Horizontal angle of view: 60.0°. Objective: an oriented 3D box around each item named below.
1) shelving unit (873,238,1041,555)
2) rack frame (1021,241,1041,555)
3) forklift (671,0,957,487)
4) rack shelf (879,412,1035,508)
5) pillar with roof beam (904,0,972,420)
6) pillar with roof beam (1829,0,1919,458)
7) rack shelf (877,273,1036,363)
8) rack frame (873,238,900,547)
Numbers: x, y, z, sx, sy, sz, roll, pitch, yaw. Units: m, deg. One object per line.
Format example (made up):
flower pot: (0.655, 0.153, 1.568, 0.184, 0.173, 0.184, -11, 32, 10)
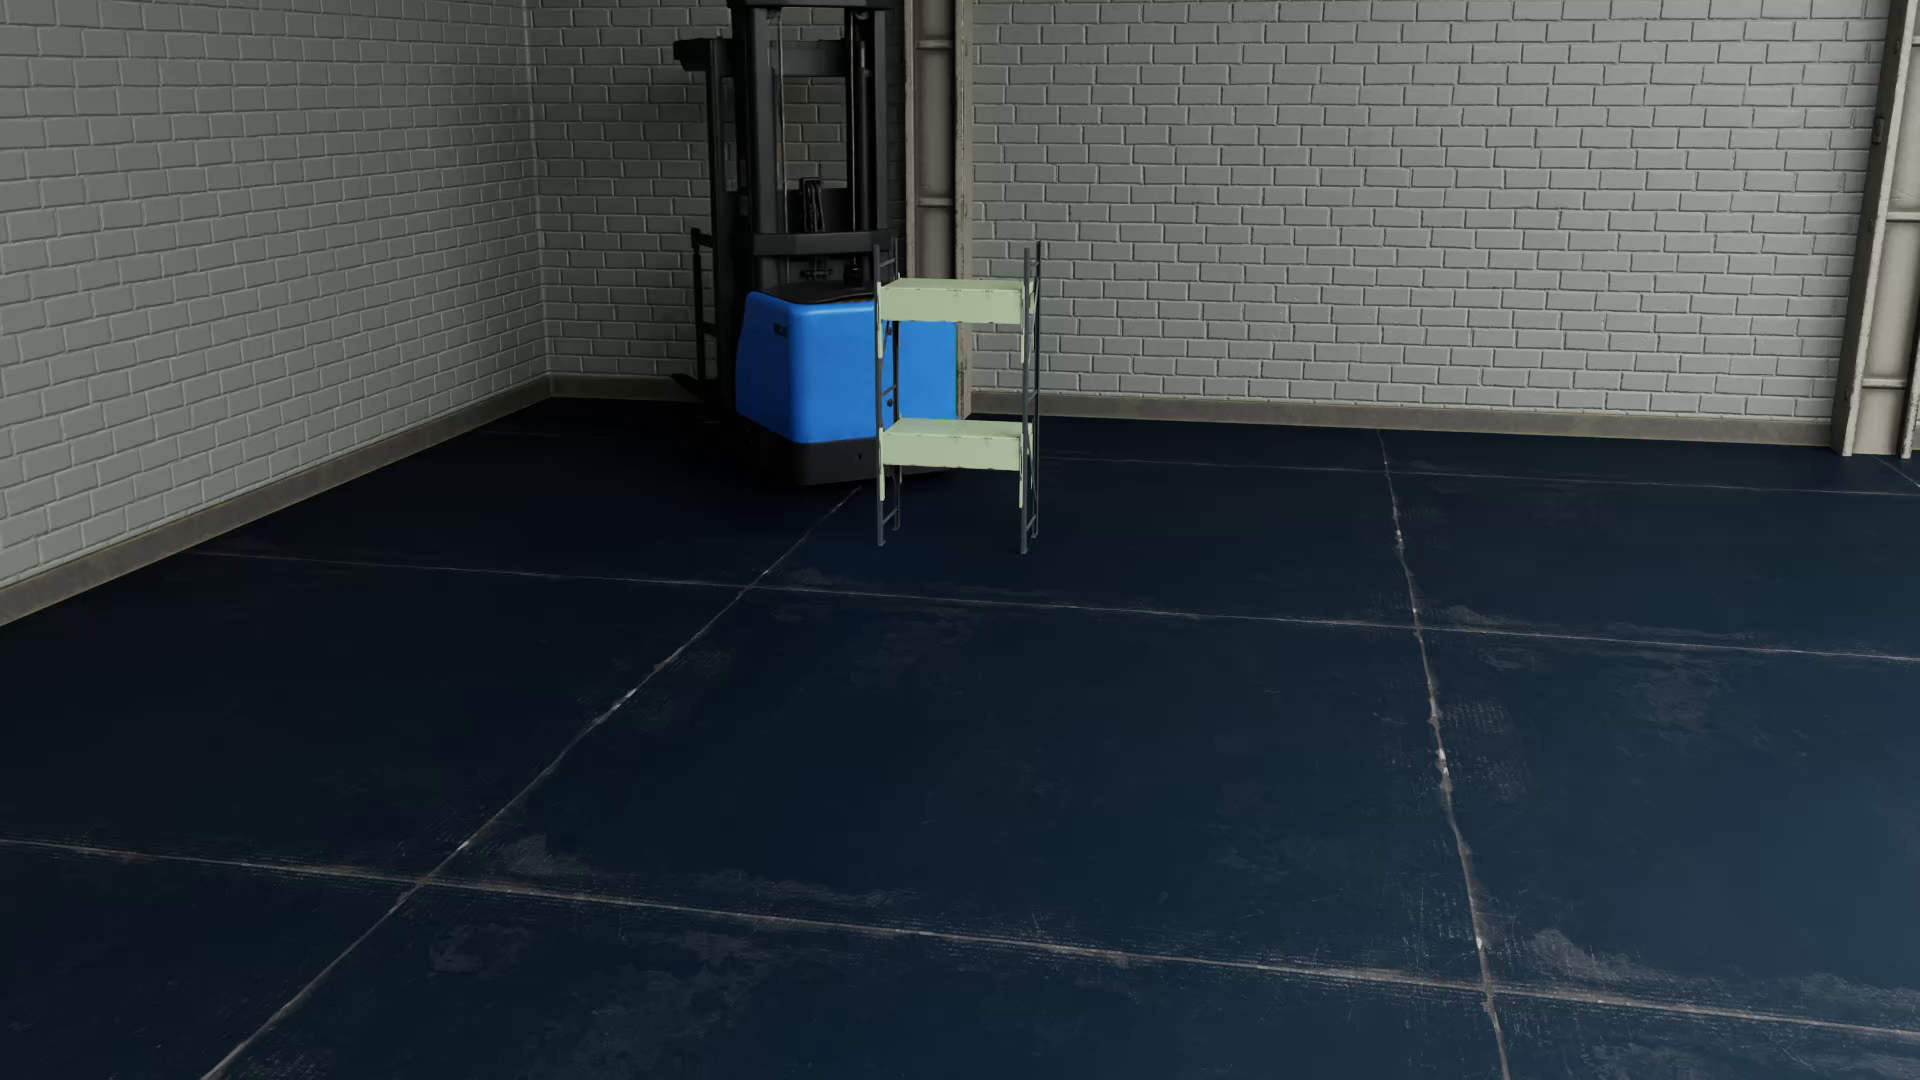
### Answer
shelving unit: (-0.007, -0.723, 8.293, 0.755, 1.500, 0.431, 3, 16, 11)
rack frame: (0.352, -0.704, 8.223, 0.023, 1.500, 0.400, 3, 16, 11)
forklift: (-1.107, -2.062, 10.445, 1.130, 2.935, 3.031, -7, 17, -25)
rack shelf: (-0.007, -0.409, 8.380, 0.720, 0.370, 0.431, 3, 16, 11)
pillar with roof beam: (-1.000, -4.087, 6.388, 0.400, 9.000, 9.100, 3, 16, 11)
pillar with roof beam: (4.880, -3.768, 5.236, 0.400, 9.000, 9.100, 3, 16, 11)
rack shelf: (-0.007, -1.099, 8.189, 0.720, 0.370, 0.431, 3, 16, 11)
rack frame: (-0.365, -0.743, 8.363, 0.023, 1.500, 0.400, 3, 16, 11)
